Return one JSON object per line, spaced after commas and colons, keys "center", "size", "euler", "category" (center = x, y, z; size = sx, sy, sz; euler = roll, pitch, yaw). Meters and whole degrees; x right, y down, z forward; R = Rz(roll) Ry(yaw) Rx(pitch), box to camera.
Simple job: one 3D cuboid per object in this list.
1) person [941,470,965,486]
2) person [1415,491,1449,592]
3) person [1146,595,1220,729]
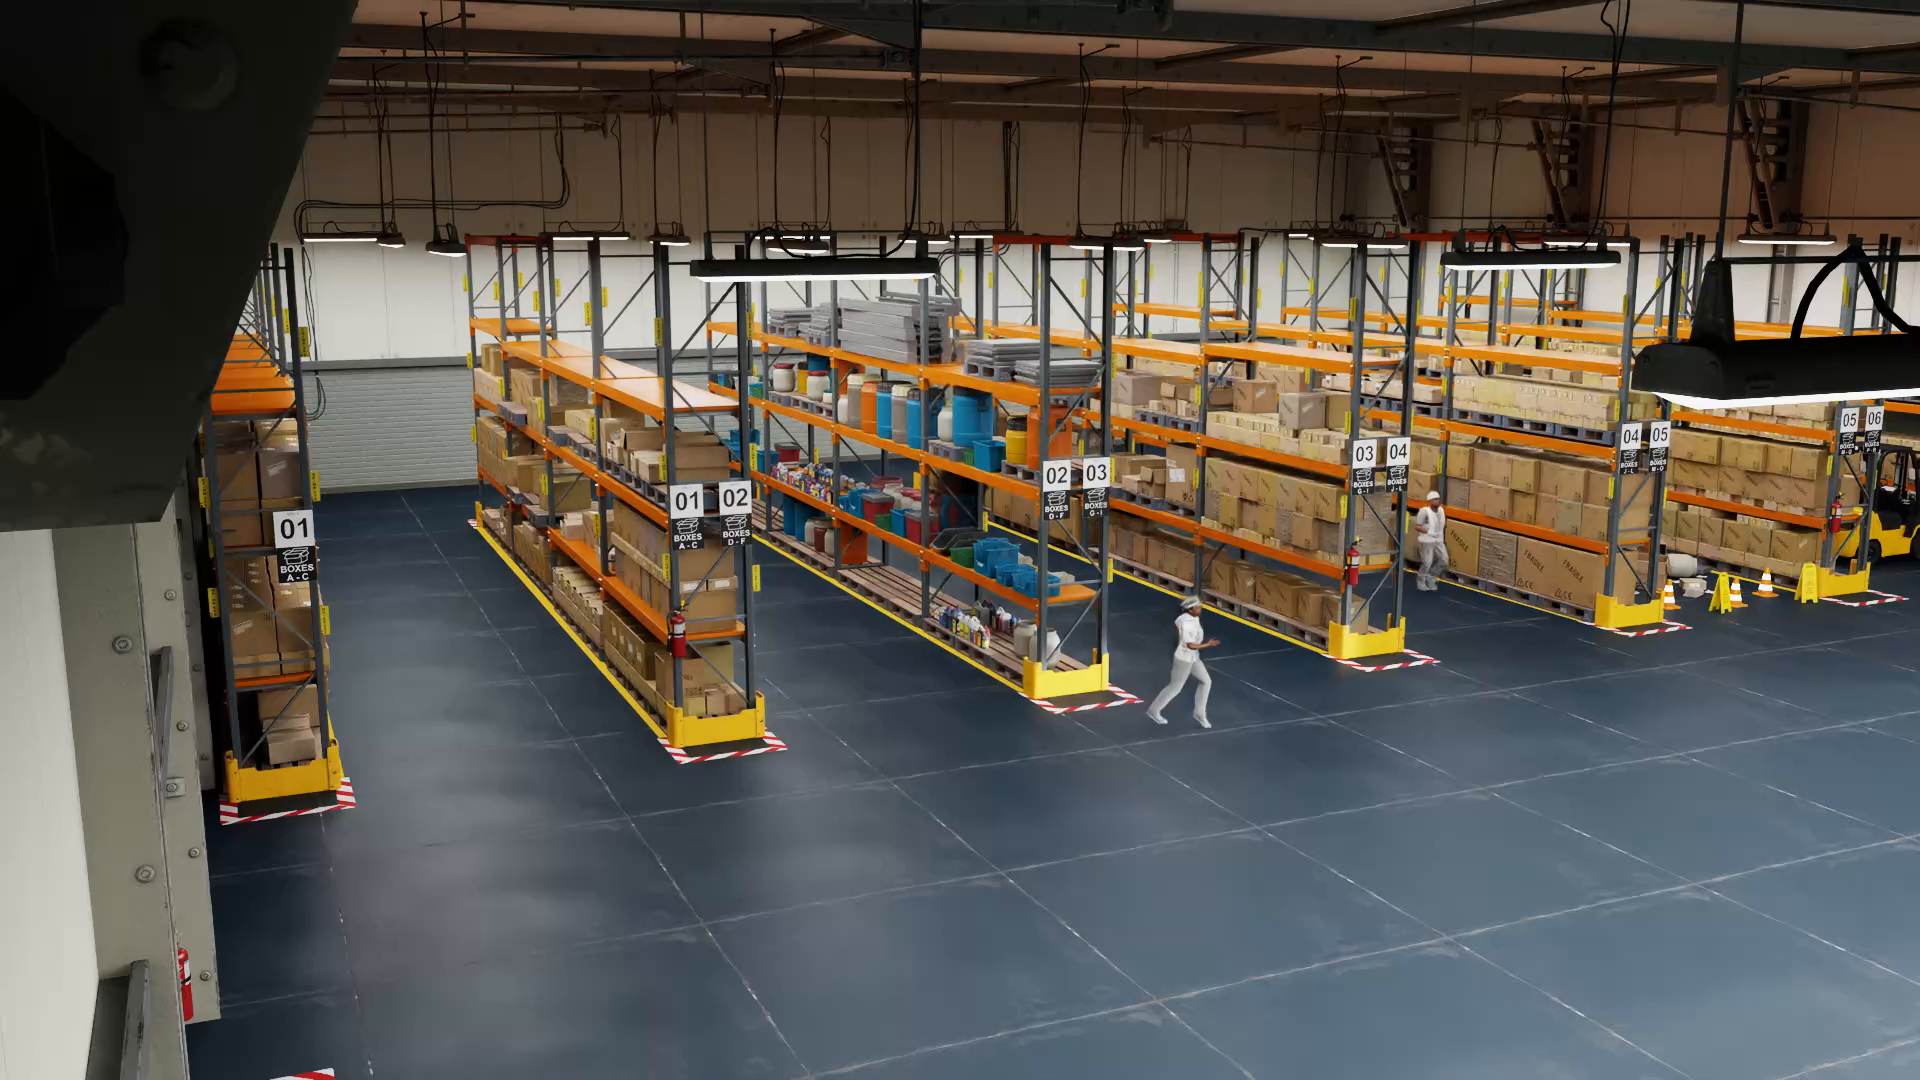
{"center": [-0.138, -0.824, 32.815], "size": [0.610, 1.754, 0.889], "euler": [-5, 12, -26], "category": "person"}
{"center": [8.046, 0.032, 28.283], "size": [0.674, 1.741, 0.637], "euler": [-5, 12, -23], "category": "person"}
{"center": [2.811, 1.524, 20.860], "size": [0.888, 1.746, 0.588], "euler": [3, 12, 17], "category": "person"}
